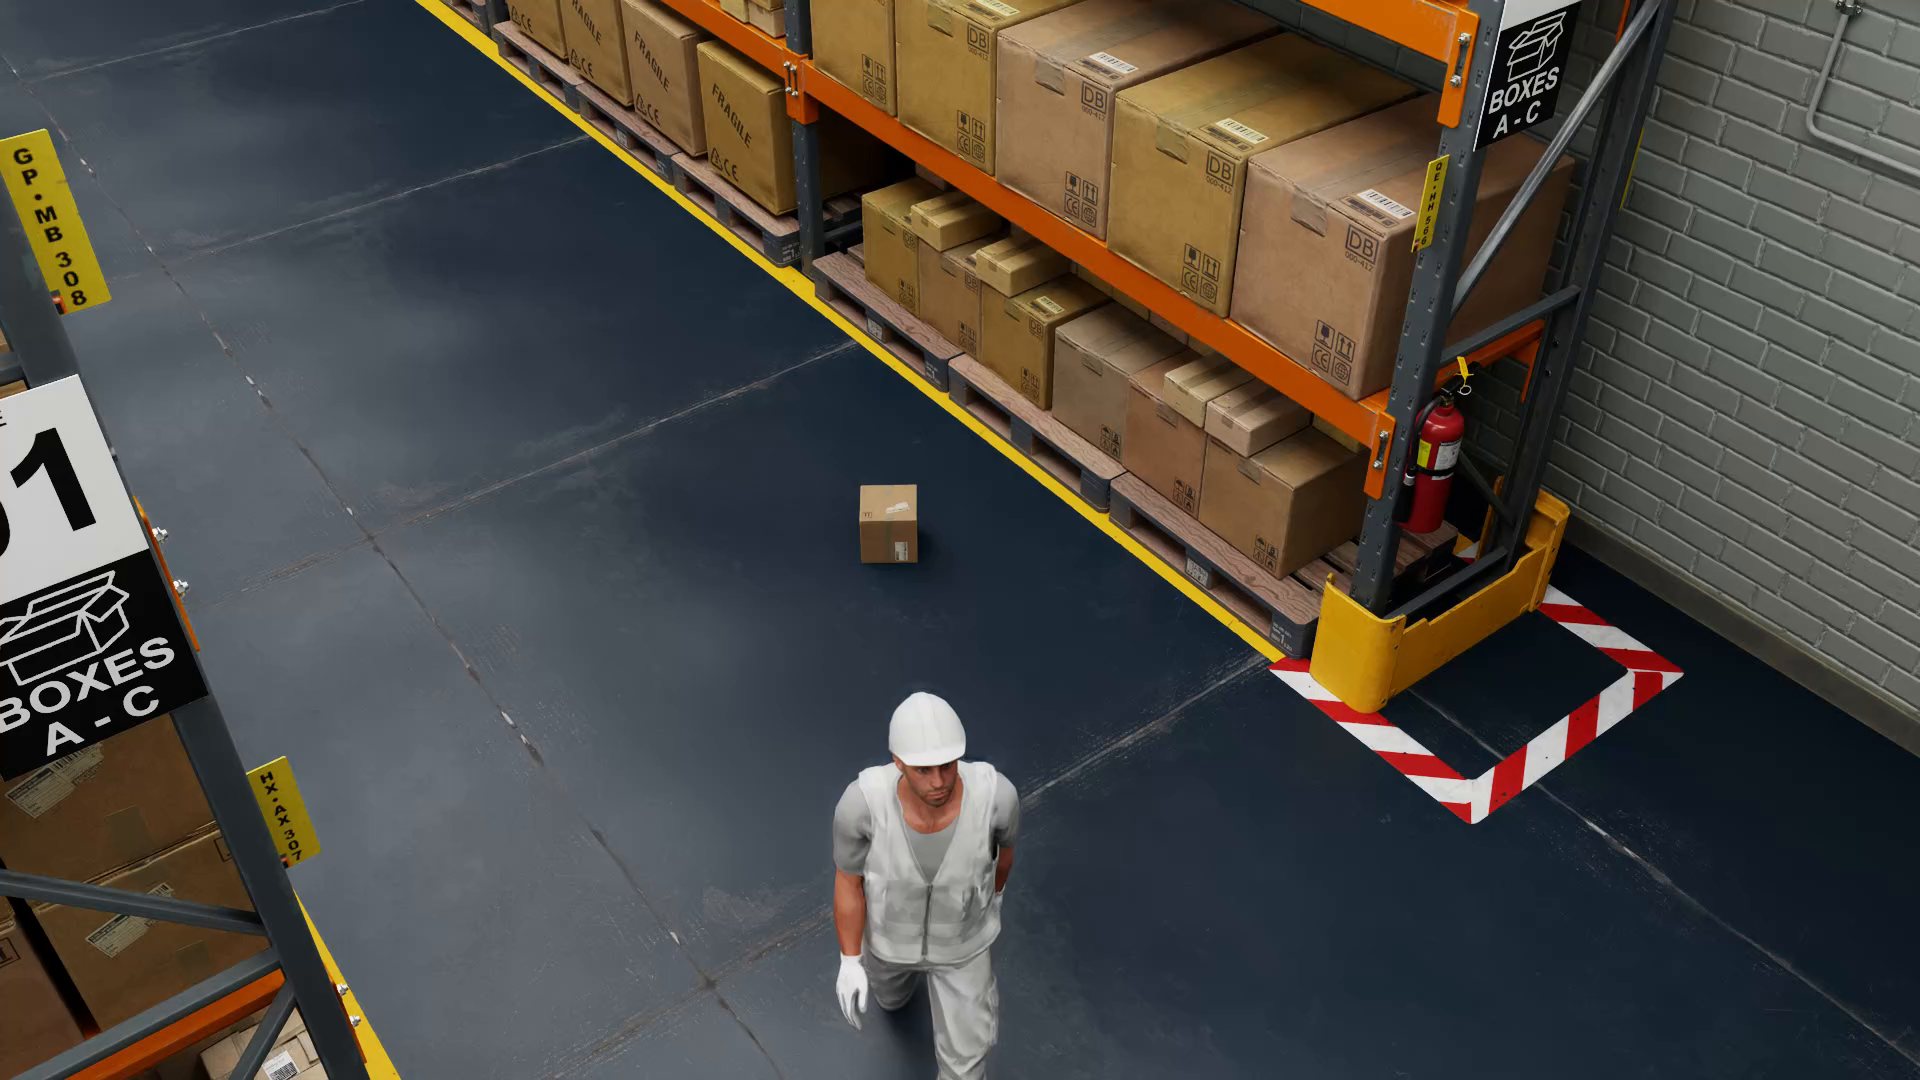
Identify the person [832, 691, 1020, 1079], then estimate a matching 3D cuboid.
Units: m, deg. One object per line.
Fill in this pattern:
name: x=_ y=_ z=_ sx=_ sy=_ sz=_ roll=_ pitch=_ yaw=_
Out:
person: x=-0.096 y=1.111 z=4.806 sx=0.511 sy=1.747 sz=1.034 roll=1 pitch=40 yaw=1
